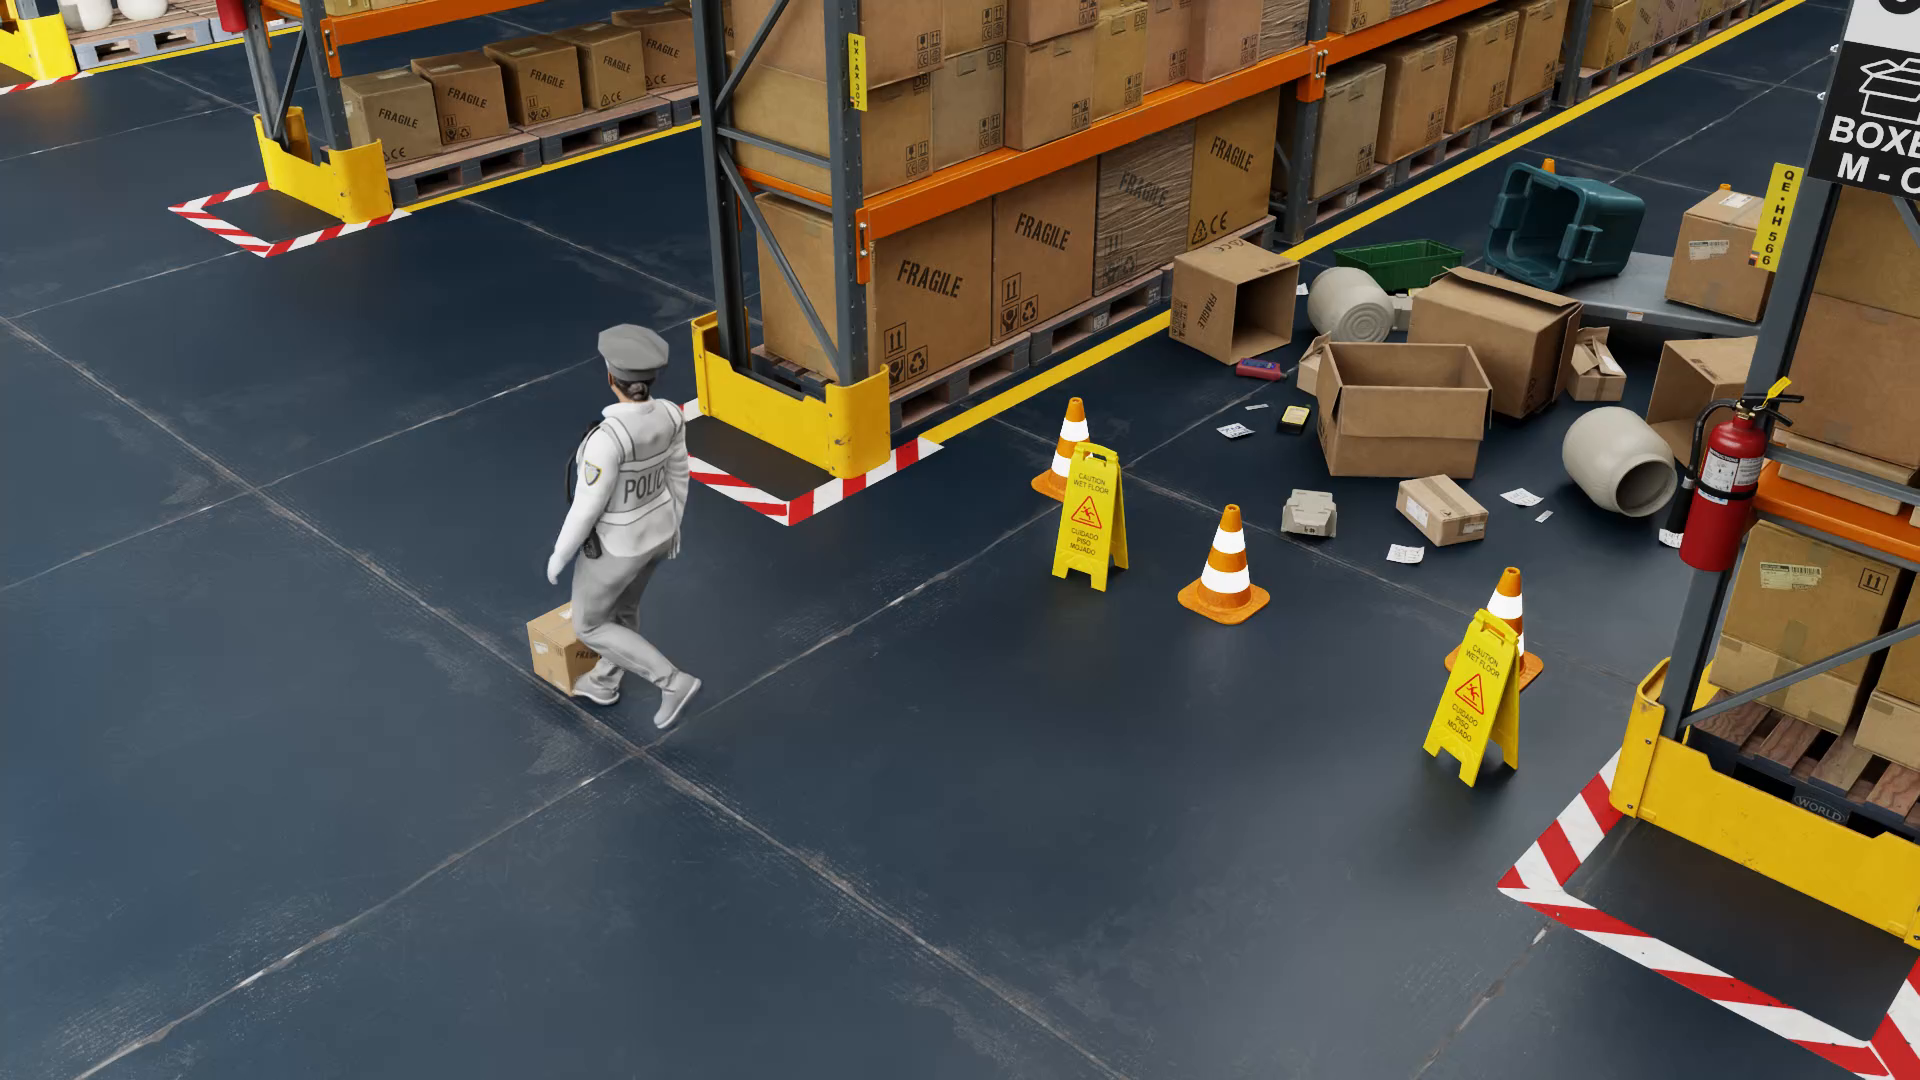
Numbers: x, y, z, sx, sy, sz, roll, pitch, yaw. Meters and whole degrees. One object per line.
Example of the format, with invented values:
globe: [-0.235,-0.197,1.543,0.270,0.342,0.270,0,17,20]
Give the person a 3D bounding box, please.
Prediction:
person: [-1.290,-0.017,6.161,0.762,1.641,0.553,17,36,26]
